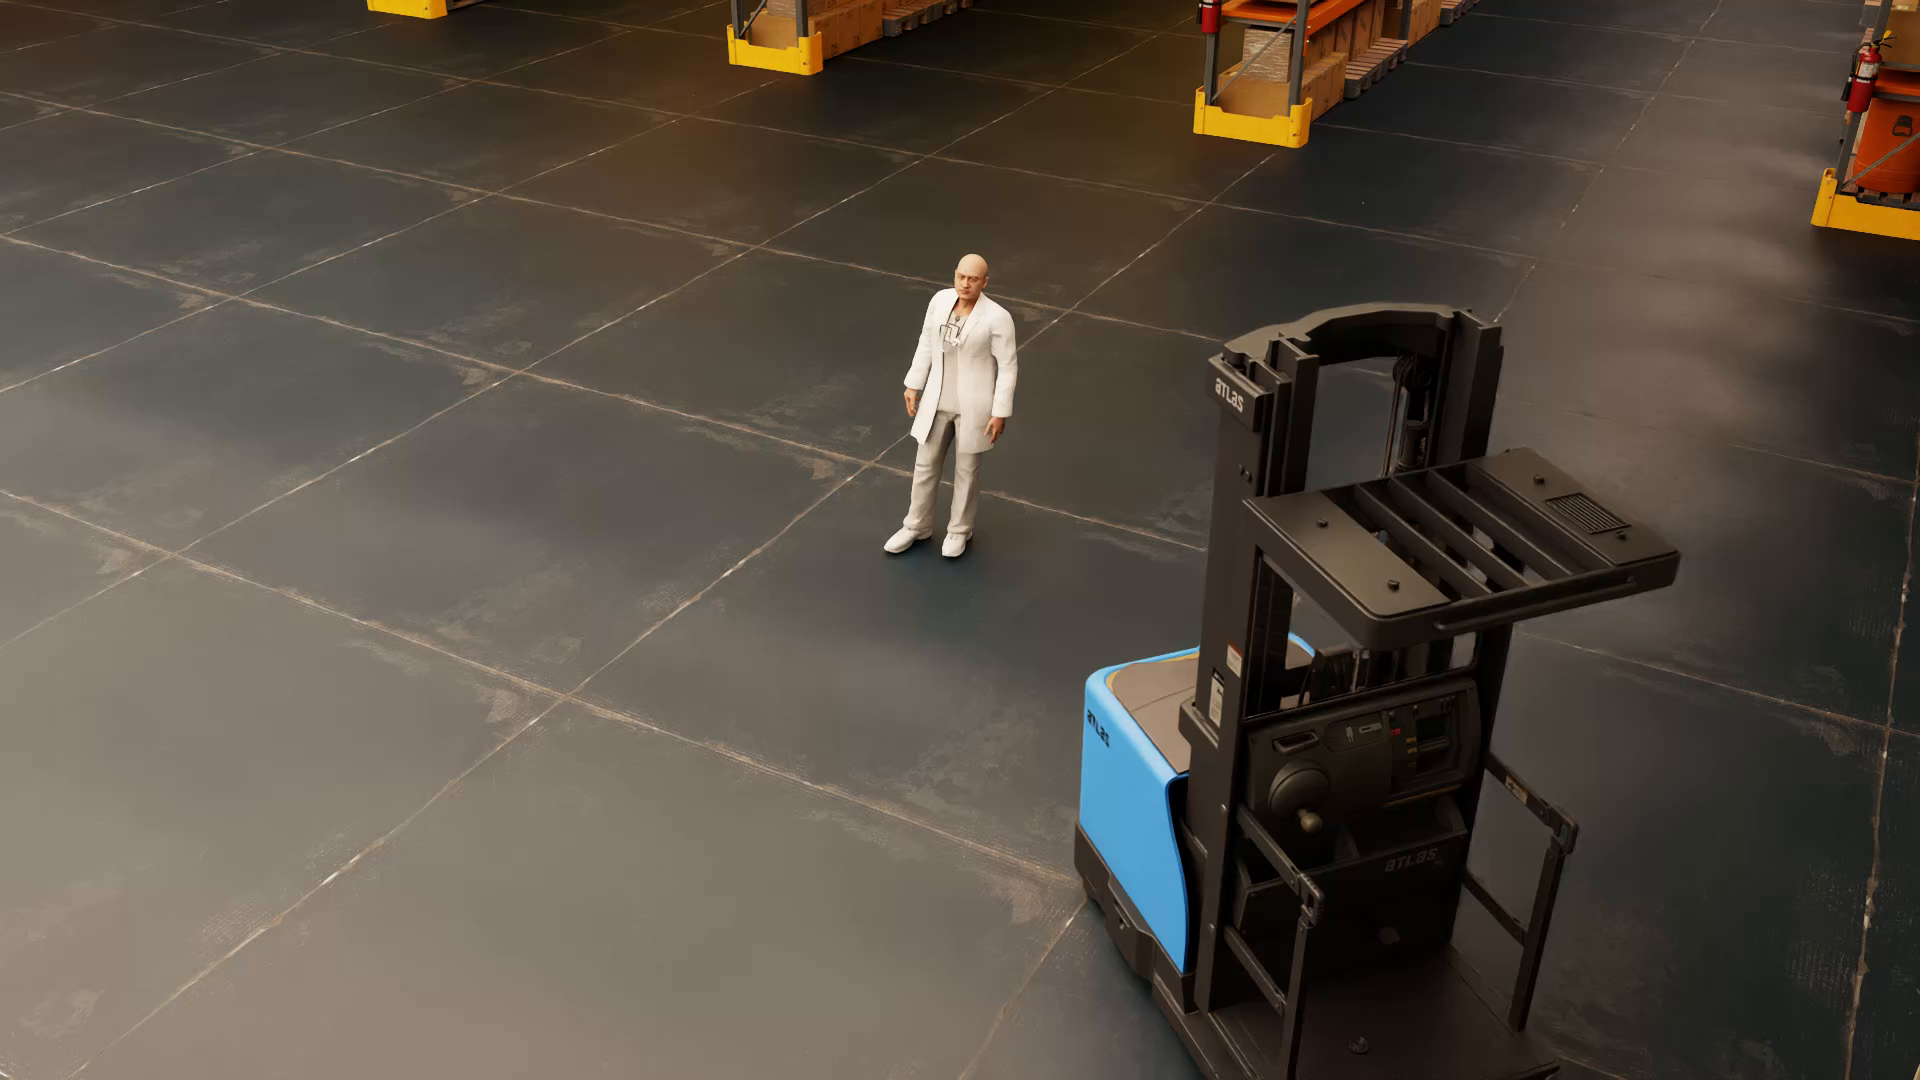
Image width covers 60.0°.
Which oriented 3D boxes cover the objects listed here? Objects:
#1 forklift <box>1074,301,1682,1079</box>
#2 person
[{"bbox_3d":[1.503,0.808,5.671,1.130,2.935,3.031,-11,32,-18],"label":"forklift"},{"bbox_3d":[-0.048,-0.737,9.489,0.694,1.775,0.581,15,33,25],"label":"person"}]
